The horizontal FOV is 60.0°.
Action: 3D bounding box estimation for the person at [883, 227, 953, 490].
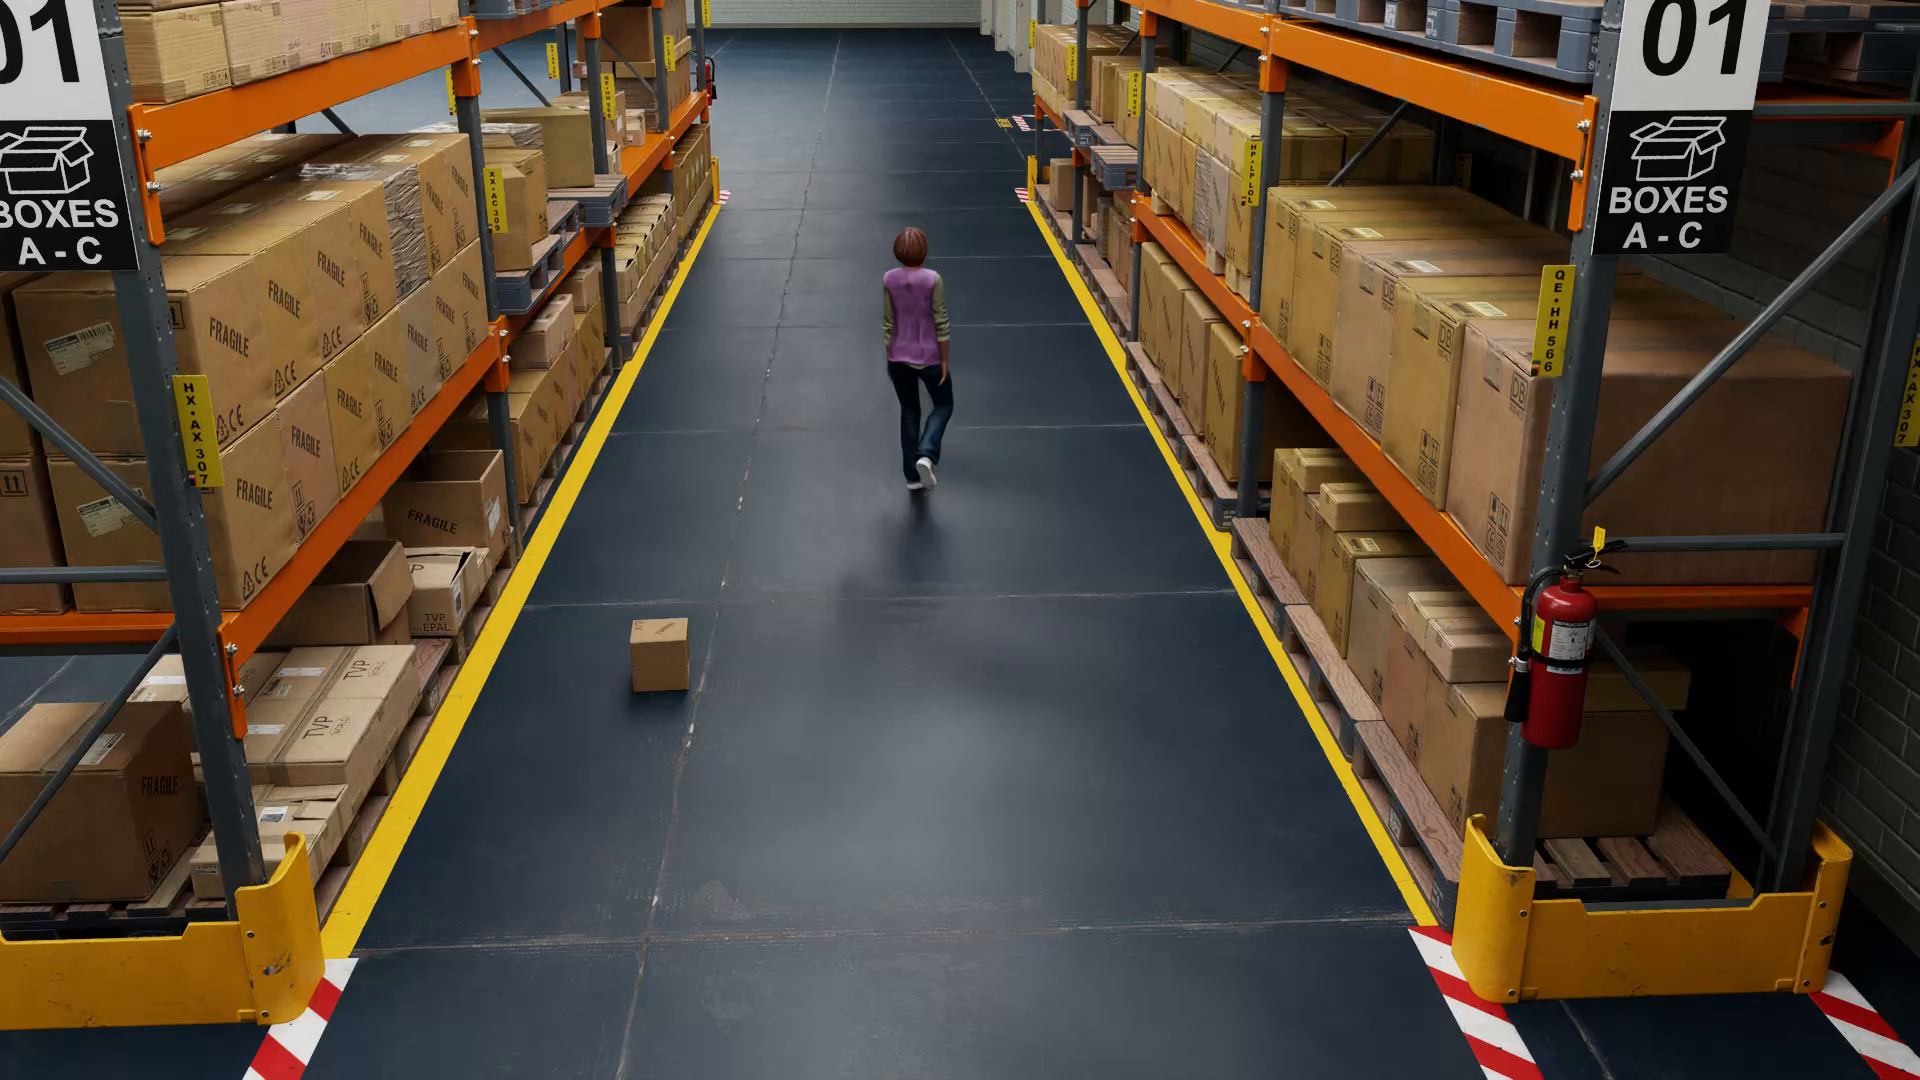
[{"bbox_3d":[-0.259,-1.046,9.797,0.414,1.588,0.473,5,21,13],"label":"person"}]
